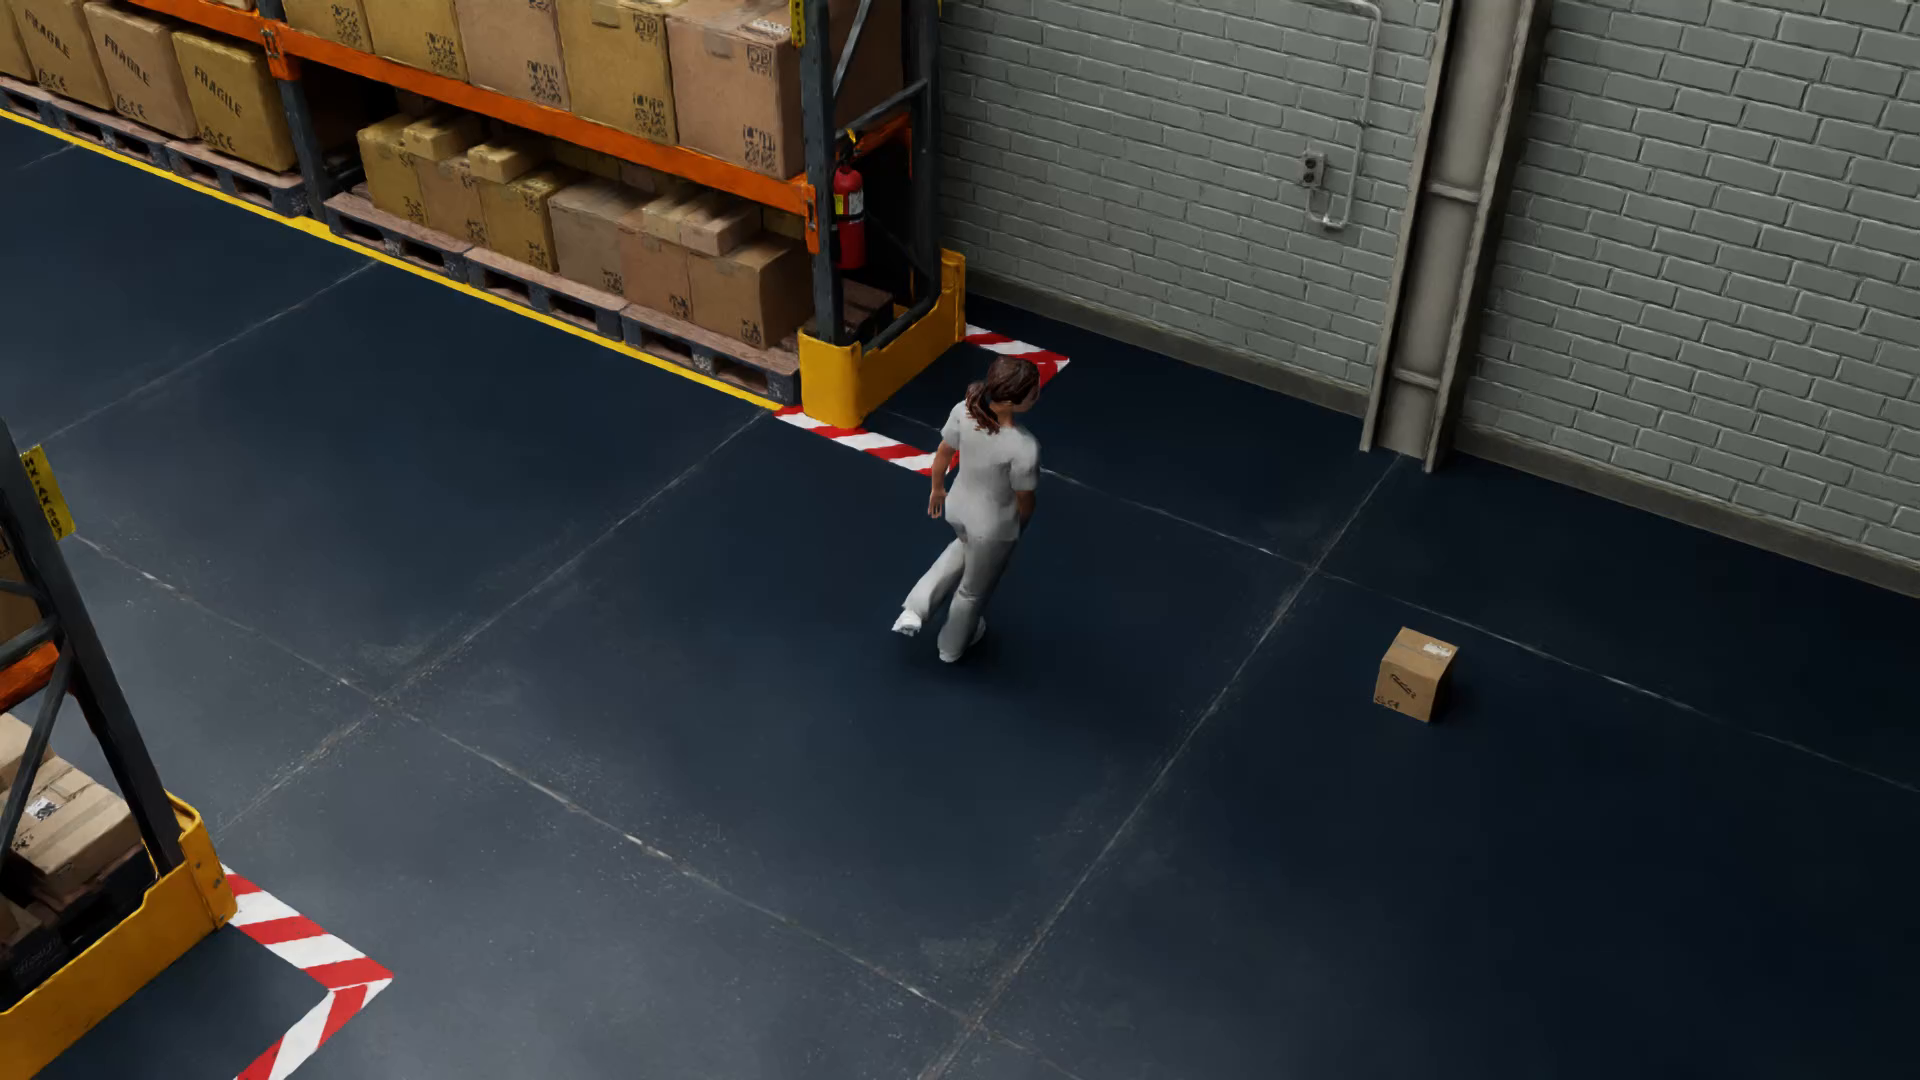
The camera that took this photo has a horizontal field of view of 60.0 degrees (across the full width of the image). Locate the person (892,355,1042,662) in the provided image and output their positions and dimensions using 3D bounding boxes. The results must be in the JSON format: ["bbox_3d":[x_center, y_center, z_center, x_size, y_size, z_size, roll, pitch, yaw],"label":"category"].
[{"bbox_3d":[0.050,-0.101,6.808,0.499,1.644,0.650,-32,48,-34],"label":"person"}]
